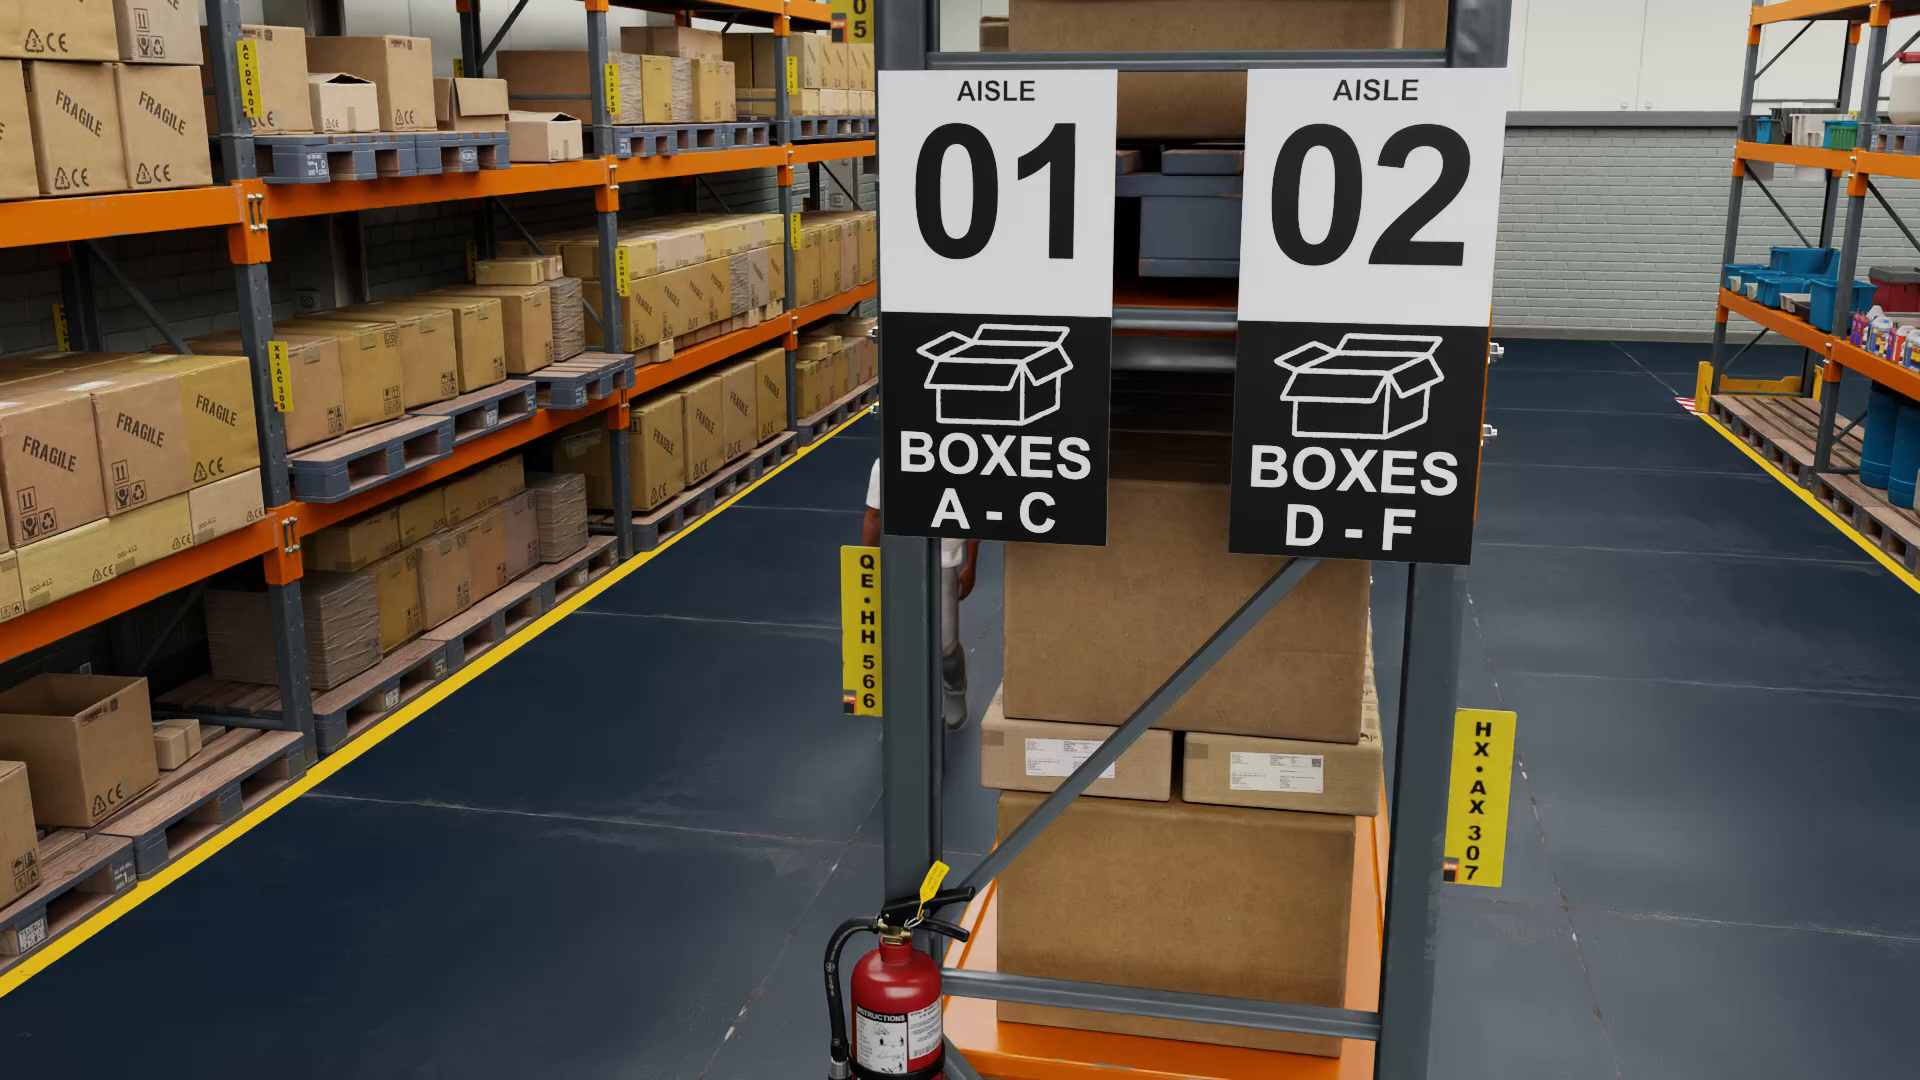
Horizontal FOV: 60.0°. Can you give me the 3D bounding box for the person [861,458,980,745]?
[{"bbox_3d":[-0.216,0.142,8.348,0.595,1.763,0.604,3,15,12],"label":"person"}]
